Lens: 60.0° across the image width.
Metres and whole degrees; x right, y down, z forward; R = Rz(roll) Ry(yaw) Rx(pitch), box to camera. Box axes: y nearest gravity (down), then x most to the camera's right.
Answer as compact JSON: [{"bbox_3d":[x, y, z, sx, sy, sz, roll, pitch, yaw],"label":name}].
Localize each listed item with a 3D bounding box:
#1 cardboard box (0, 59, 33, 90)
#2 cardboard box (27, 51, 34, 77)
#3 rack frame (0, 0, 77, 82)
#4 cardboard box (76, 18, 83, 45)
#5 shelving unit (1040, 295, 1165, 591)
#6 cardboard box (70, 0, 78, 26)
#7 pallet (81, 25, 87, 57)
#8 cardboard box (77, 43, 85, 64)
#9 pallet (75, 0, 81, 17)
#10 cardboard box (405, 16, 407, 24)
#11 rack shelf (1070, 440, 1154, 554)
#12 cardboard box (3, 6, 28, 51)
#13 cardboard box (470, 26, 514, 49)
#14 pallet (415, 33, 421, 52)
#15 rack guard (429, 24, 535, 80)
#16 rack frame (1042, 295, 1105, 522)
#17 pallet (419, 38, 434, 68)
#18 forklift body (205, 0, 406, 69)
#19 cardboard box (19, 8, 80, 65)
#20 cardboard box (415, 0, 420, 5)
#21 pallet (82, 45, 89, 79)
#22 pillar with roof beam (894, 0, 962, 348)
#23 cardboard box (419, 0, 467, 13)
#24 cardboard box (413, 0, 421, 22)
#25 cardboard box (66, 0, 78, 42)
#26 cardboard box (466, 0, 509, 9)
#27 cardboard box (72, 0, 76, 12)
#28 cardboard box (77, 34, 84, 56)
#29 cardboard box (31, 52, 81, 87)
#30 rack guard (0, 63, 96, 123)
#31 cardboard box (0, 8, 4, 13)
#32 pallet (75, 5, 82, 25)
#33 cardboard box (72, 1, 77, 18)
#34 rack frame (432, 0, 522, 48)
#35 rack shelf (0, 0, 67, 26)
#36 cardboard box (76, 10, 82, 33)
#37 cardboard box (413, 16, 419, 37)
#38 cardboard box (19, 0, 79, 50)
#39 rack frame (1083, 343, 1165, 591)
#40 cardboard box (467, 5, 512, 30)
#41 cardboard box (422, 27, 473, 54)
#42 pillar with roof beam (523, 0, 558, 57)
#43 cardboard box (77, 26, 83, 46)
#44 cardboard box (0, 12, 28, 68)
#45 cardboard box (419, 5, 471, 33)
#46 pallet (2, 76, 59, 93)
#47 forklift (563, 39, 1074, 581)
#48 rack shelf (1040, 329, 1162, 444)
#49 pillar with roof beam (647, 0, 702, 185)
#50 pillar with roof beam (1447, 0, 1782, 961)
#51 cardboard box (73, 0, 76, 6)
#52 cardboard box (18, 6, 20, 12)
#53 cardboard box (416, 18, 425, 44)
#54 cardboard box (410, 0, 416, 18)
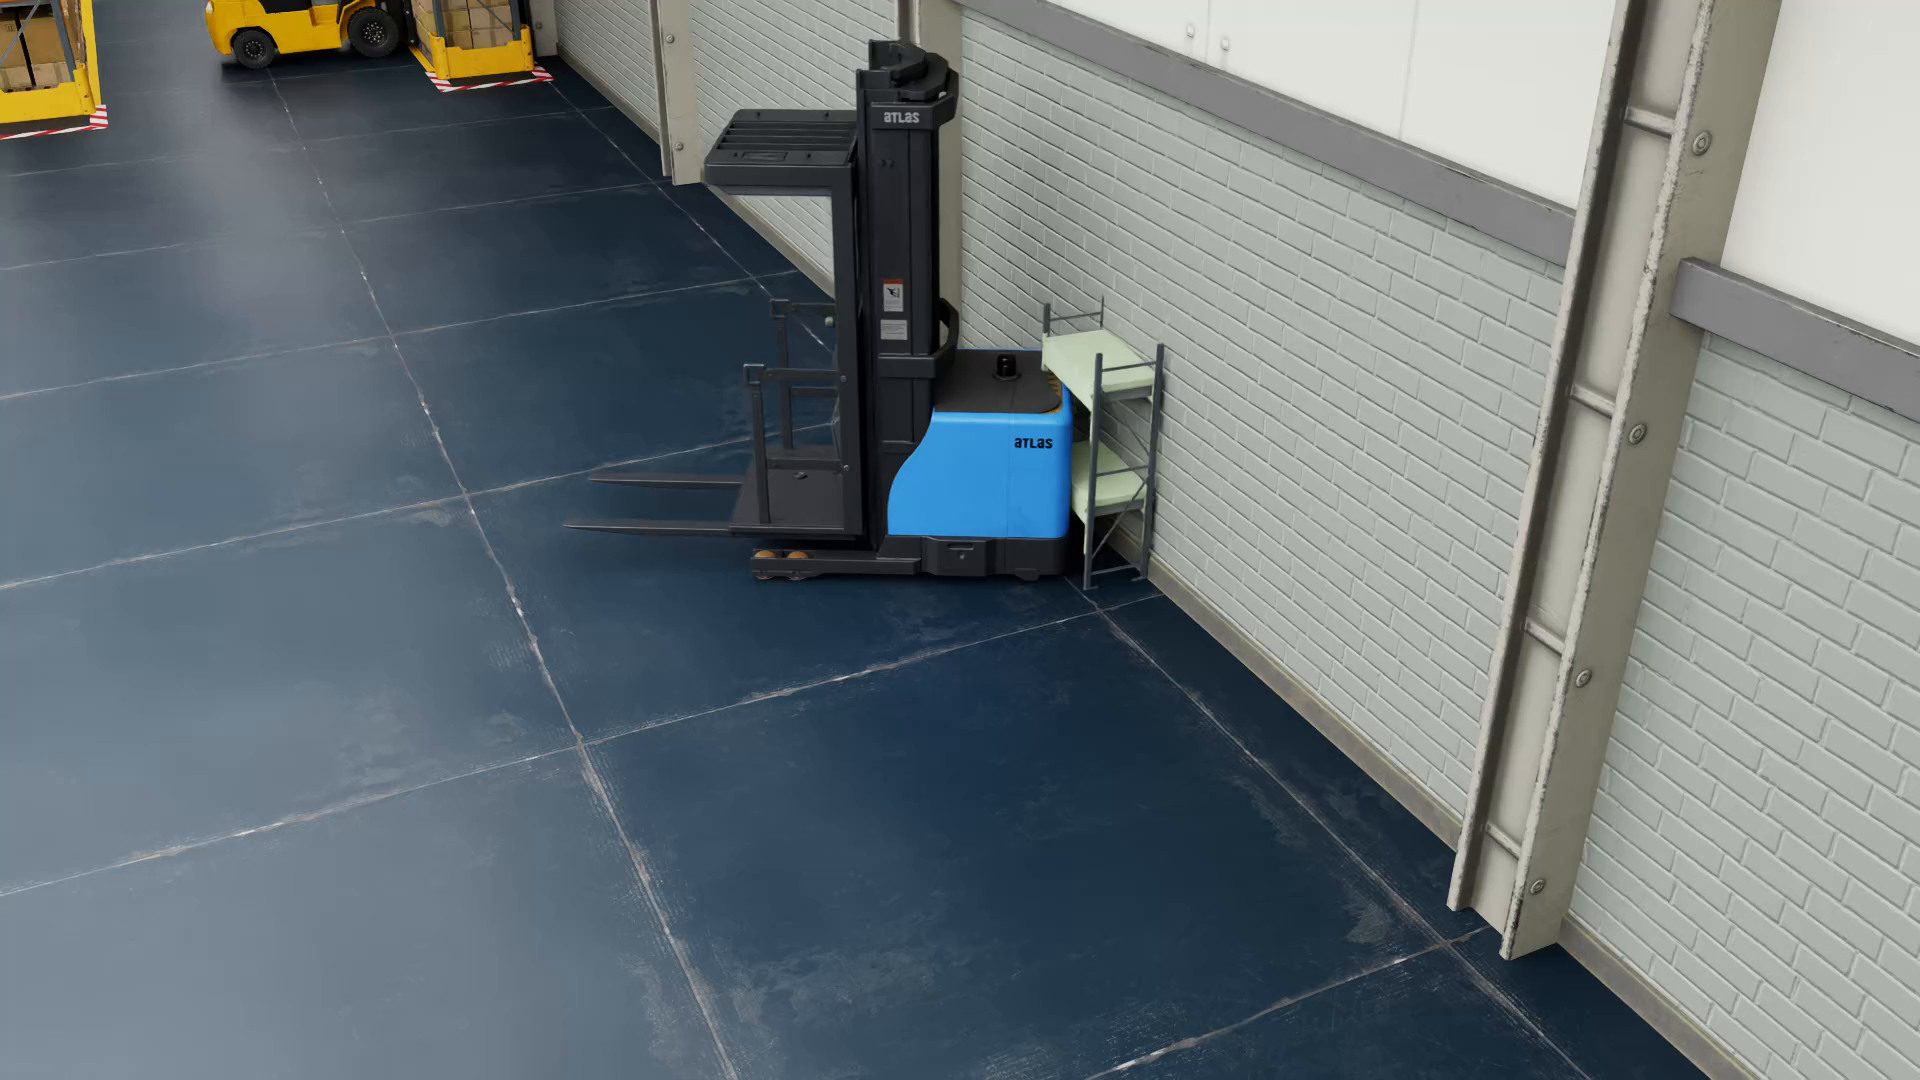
[{"bbox_3d":[-10.952,-5.350,19.079,0.500,0.250,0.500,-13,32,-22],"label":"cardboard box"},{"bbox_3d":[-11.157,-5.570,19.471,0.500,0.250,0.500,-13,32,-22],"label":"cardboard box"},{"bbox_3d":[-10.352,-6.055,17.954,1.000,3.000,0.127,-13,32,-22],"label":"rack frame"},{"bbox_3d":[-11.335,-6.368,20.894,0.500,0.250,0.500,-14,32,-23],"label":"cardboard box"},{"bbox_3d":[0.791,-0.563,9.665,0.431,1.500,0.755,-10,32,-17],"label":"shelving unit"},{"bbox_3d":[-11.133,-6.479,20.325,0.500,0.500,0.500,-11,31,-19],"label":"cardboard box"},{"bbox_3d":[-11.749,-6.317,21.272,1.003,0.211,1.213,-13,32,-22],"label":"pallet"},{"bbox_3d":[-10.661,-5.680,19.668,0.500,0.250,0.500,-12,31,-20],"label":"cardboard box"},{"bbox_3d":[-12.932,-7.489,23.363,1.003,0.211,1.213,-13,32,-22],"label":"pallet"},{"bbox_3d":[-7.012,-6.893,21.831,0.500,0.250,0.500,-12,31,-20],"label":"cardboard box"},{"bbox_3d":[0.789,-0.283,9.831,0.431,0.370,0.720,-10,32,-17],"label":"rack shelf"},{"bbox_3d":[-11.158,-5.895,19.284,0.500,0.500,0.500,-12,31,-20],"label":"cardboard box"},{"bbox_3d":[-5.905,-6.341,20.846,0.500,0.250,0.500,-13,32,-22],"label":"cardboard box"},{"bbox_3d":[-6.756,-6.750,22.044,1.003,0.211,1.213,-13,32,-22],"label":"pallet"},{"bbox_3d":[-5.860,-5.998,20.408,1.175,0.500,0.348,-13,32,-22],"label":"rack guard"},{"bbox_3d":[0.666,-0.739,9.960,0.400,1.500,0.023,-10,32,-17],"label":"rack frame"},{"bbox_3d":[-6.237,-6.212,21.085,1.003,0.211,1.213,-13,32,-22],"label":"pallet"},{"bbox_3d":[-8.332,-7.183,20.834,2.313,2.155,1.214,-13,32,-22],"label":"forklift body"},{"bbox_3d":[-10.459,-5.791,19.098,0.500,0.500,0.500,-14,32,-24],"label":"cardboard box"},{"bbox_3d":[-6.574,-6.881,20.787,0.500,0.250,0.500,-12,32,-21],"label":"cardboard box"},{"bbox_3d":[-11.221,-5.777,20.309,1.003,0.211,1.213,-13,32,-22],"label":"pallet"},{"bbox_3d":[-4.092,-4.008,8.169,9.100,9.000,0.400,-13,32,-22],"label":"pillar with roof beam"},{"bbox_3d":[-6.350,-6.657,20.387,0.500,0.250,0.500,-12,31,-20],"label":"cardboard box"},{"bbox_3d":[-6.567,-6.674,20.929,0.500,0.250,0.500,-13,32,-22],"label":"cardboard box"},{"bbox_3d":[-10.895,-6.244,19.907,0.500,0.500,0.500,-12,32,-21],"label":"cardboard box"},{"bbox_3d":[-5.906,-6.771,20.591,0.500,0.250,0.500,-14,32,-23],"label":"cardboard box"},{"bbox_3d":[-11.573,-6.928,21.126,0.500,0.500,0.500,-14,32,-23],"label":"cardboard box"},{"bbox_3d":[-10.906,-5.919,20.093,0.500,0.250,0.500,-11,31,-19],"label":"cardboard box"},{"bbox_3d":[-10.448,-5.453,19.263,0.500,0.250,0.500,-13,32,-22],"label":"cardboard box"},{"bbox_3d":[-10.384,-4.998,18.626,1.175,0.500,0.348,-13,32,-22],"label":"rack guard"},{"bbox_3d":[-11.150,-6.096,18.980,0.380,0.149,0.250,-12,31,-21],"label":"cardboard box"},{"bbox_3d":[-12.405,-6.949,22.400,1.003,0.211,1.213,-13,32,-22],"label":"pallet"},{"bbox_3d":[-11.353,-6.704,20.726,0.500,0.500,0.500,-12,32,-21],"label":"cardboard box"},{"bbox_3d":[-5.870,-7.099,19.816,1.000,3.000,0.127,-13,32,-22],"label":"rack frame"},{"bbox_3d":[-11.210,-6.625,19.706,1.077,0.370,4.000,-13,32,-22],"label":"rack shelf"},{"bbox_3d":[-11.572,-6.601,21.310,0.500,0.250,0.500,-12,31,-20],"label":"cardboard box"},{"bbox_3d":[-6.769,-6.669,21.430,0.500,0.250,0.500,-13,32,-21],"label":"cardboard box"},{"bbox_3d":[-10.688,-6.021,19.508,0.500,0.500,0.500,-14,32,-24],"label":"cardboard box"},{"bbox_3d":[0.916,-0.387,9.369,0.400,1.500,0.023,-10,32,-17],"label":"rack frame"},{"bbox_3d":[-5.885,-6.552,20.712,0.500,0.250,0.500,-12,32,-21],"label":"cardboard box"},{"bbox_3d":[-6.357,-6.224,20.638,0.500,0.250,0.500,-13,32,-22],"label":"cardboard box"},{"bbox_3d":[-9.243,-9.309,17.623,9.100,9.000,0.400,-13,32,-22],"label":"pillar with roof beam"},{"bbox_3d":[-11.121,-6.142,20.492,0.500,0.250,0.500,-13,32,-21],"label":"cardboard box"},{"bbox_3d":[-10.931,-5.665,18.874,0.500,0.500,0.500,-13,32,-22],"label":"cardboard box"},{"bbox_3d":[-6.362,-6.450,20.530,0.500,0.250,0.500,-14,32,-23],"label":"cardboard box"},{"bbox_3d":[-10.701,-5.239,19.349,1.003,0.211,1.213,-13,32,-22],"label":"pallet"},{"bbox_3d":[-0.845,-1.298,9.541,3.031,2.935,1.130,1,29,2],"label":"forklift"},{"bbox_3d":[0.794,-0.899,9.466,0.431,0.370,0.720,-10,32,-17],"label":"rack shelf"},{"bbox_3d":[-6.668,-6.658,12.896,9.100,9.000,0.400,-13,32,-22],"label":"pillar with roof beam"},{"bbox_3d":[-1.516,-1.357,3.443,9.100,9.000,0.400,-13,32,-22],"label":"pillar with roof beam"},{"bbox_3d":[-12.608,-7.407,22.623,0.950,0.372,0.625,-11,31,-19],"label":"cardboard box"},{"bbox_3d":[-11.369,-6.119,19.684,0.500,0.500,0.500,-14,32,-23],"label":"cardboard box"},{"bbox_3d":[-6.562,-6.446,21.033,0.500,0.250,0.500,-13,32,-22],"label":"cardboard box"},{"bbox_3d":[-6.808,-6.898,21.328,0.500,0.250,0.500,-14,32,-23],"label":"cardboard box"}]
